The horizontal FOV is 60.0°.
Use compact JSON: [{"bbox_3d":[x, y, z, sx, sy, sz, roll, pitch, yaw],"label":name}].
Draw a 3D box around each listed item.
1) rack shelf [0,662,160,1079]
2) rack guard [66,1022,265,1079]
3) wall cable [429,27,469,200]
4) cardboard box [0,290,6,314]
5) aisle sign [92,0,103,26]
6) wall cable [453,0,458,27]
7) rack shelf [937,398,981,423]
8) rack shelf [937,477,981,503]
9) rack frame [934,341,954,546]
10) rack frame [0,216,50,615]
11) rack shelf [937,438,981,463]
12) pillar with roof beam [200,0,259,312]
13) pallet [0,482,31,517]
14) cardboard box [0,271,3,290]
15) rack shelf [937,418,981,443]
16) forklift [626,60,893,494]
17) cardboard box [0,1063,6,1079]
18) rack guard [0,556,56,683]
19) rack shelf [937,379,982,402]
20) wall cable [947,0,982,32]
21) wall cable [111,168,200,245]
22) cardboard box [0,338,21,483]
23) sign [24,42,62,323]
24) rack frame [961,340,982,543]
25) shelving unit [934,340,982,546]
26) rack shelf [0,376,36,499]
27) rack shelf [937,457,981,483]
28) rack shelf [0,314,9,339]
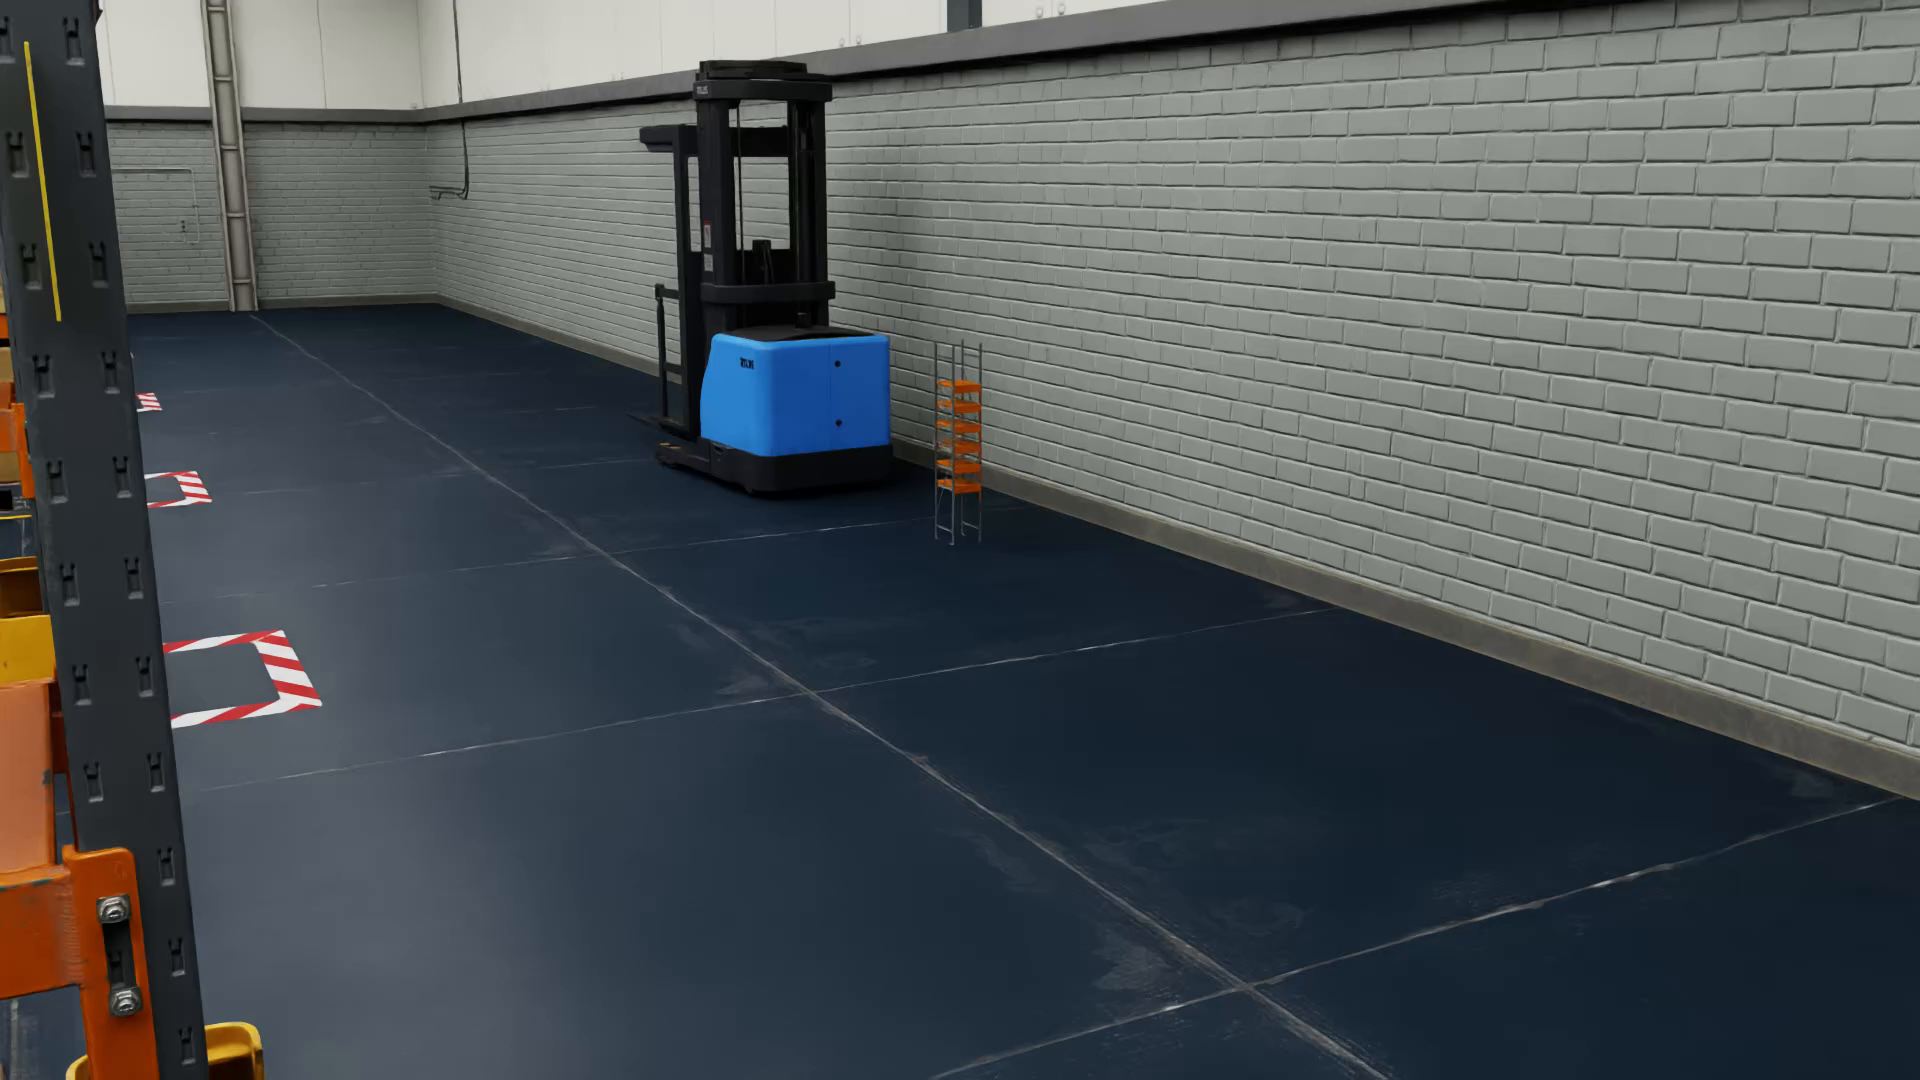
[{"bbox_3d":[-3.113,0.706,1.780,4.000,0.370,1.077,-7,14,-28],"label":"rack shelf"},{"bbox_3d":[-1.336,1.361,2.921,0.348,0.500,1.175,-7,14,-28],"label":"rack guard"},{"bbox_3d":[-8.090,-6.567,25.867,0.112,2.526,3.097,-7,14,-28],"label":"wall cable"},{"bbox_3d":[-6.260,-1.542,10.701,0.250,0.149,0.380,-7,14,-27],"label":"cardboard box"},{"bbox_3d":[-1.145,-1.072,2.118,0.004,0.787,0.394,-7,14,-28],"label":"aisle sign"},{"bbox_3d":[-6.794,-8.510,22.995,0.112,2.526,3.097,-7,14,-28],"label":"wall cable"},{"bbox_3d":[-0.013,-0.775,9.928,0.180,0.103,0.258,-7,14,-28],"label":"rack shelf"},{"bbox_3d":[-0.013,-0.306,10.033,0.180,0.103,0.258,-7,14,-28],"label":"rack shelf"},{"bbox_3d":[-0.093,-0.574,9.928,0.006,1.200,0.240,-7,14,-28],"label":"rack frame"},{"bbox_3d":[-3.818,-0.799,6.827,0.127,3.000,1.000,-7,14,-28],"label":"rack frame"},{"bbox_3d":[-0.013,-0.540,9.980,0.180,0.103,0.258,-7,14,-28],"label":"rack shelf"},{"bbox_3d":[-9.207,-7.177,21.504,0.400,9.000,9.100,-7,14,-28],"label":"pillar with roof beam"},{"bbox_3d":[-6.770,-0.306,10.987,1.213,0.211,1.003,-7,14,-28],"label":"pallet"},{"bbox_3d":[-6.404,-1.735,10.652,0.500,0.250,0.500,-7,15,-29],"label":"cardboard box"},{"bbox_3d":[-0.013,-0.658,9.954,0.180,0.103,0.258,-7,14,-28],"label":"rack shelf"},{"bbox_3d":[-1.680,-2.020,12.410,1.130,2.935,3.031,-8,15,-31],"label":"forklift"},{"bbox_3d":[-1.888,1.278,2.476,0.875,0.438,0.875,-7,15,-30],"label":"cardboard box"},{"bbox_3d":[-3.884,0.429,7.066,0.348,0.500,1.175,-7,14,-28],"label":"rack guard"},{"bbox_3d":[-0.013,-0.892,9.901,0.180,0.103,0.258,-7,14,-28],"label":"rack shelf"},{"bbox_3d":[0.509,-6.192,9.801,0.120,5.999,2.277,-7,14,-28],"label":"wall cable"},{"bbox_3d":[-12.555,-5.442,25.143,1.851,1.984,0.084,-7,14,-28],"label":"wall cable"},{"bbox_3d":[-6.629,-0.851,10.941,0.875,0.875,0.875,-7,14,-28],"label":"cardboard box"},{"bbox_3d":[-1.109,-0.430,2.011,0.005,0.325,0.100,-7,14,-28],"label":"sign"},{"bbox_3d":[0.068,-0.593,10.013,0.006,1.200,0.240,-7,14,-28],"label":"rack frame"},{"bbox_3d":[-0.013,-0.584,9.971,0.189,1.200,0.258,-7,14,-28],"label":"shelving unit"},{"bbox_3d":[-5.573,-0.237,5.971,4.000,0.370,1.077,-7,14,-28],"label":"rack shelf"},{"bbox_3d":[-0.013,-0.423,10.007,0.180,0.103,0.258,-7,14,-28],"label":"rack shelf"},{"bbox_3d":[-7.861,-1.204,10.266,4.000,0.370,1.077,-7,14,-28],"label":"rack shelf"}]
